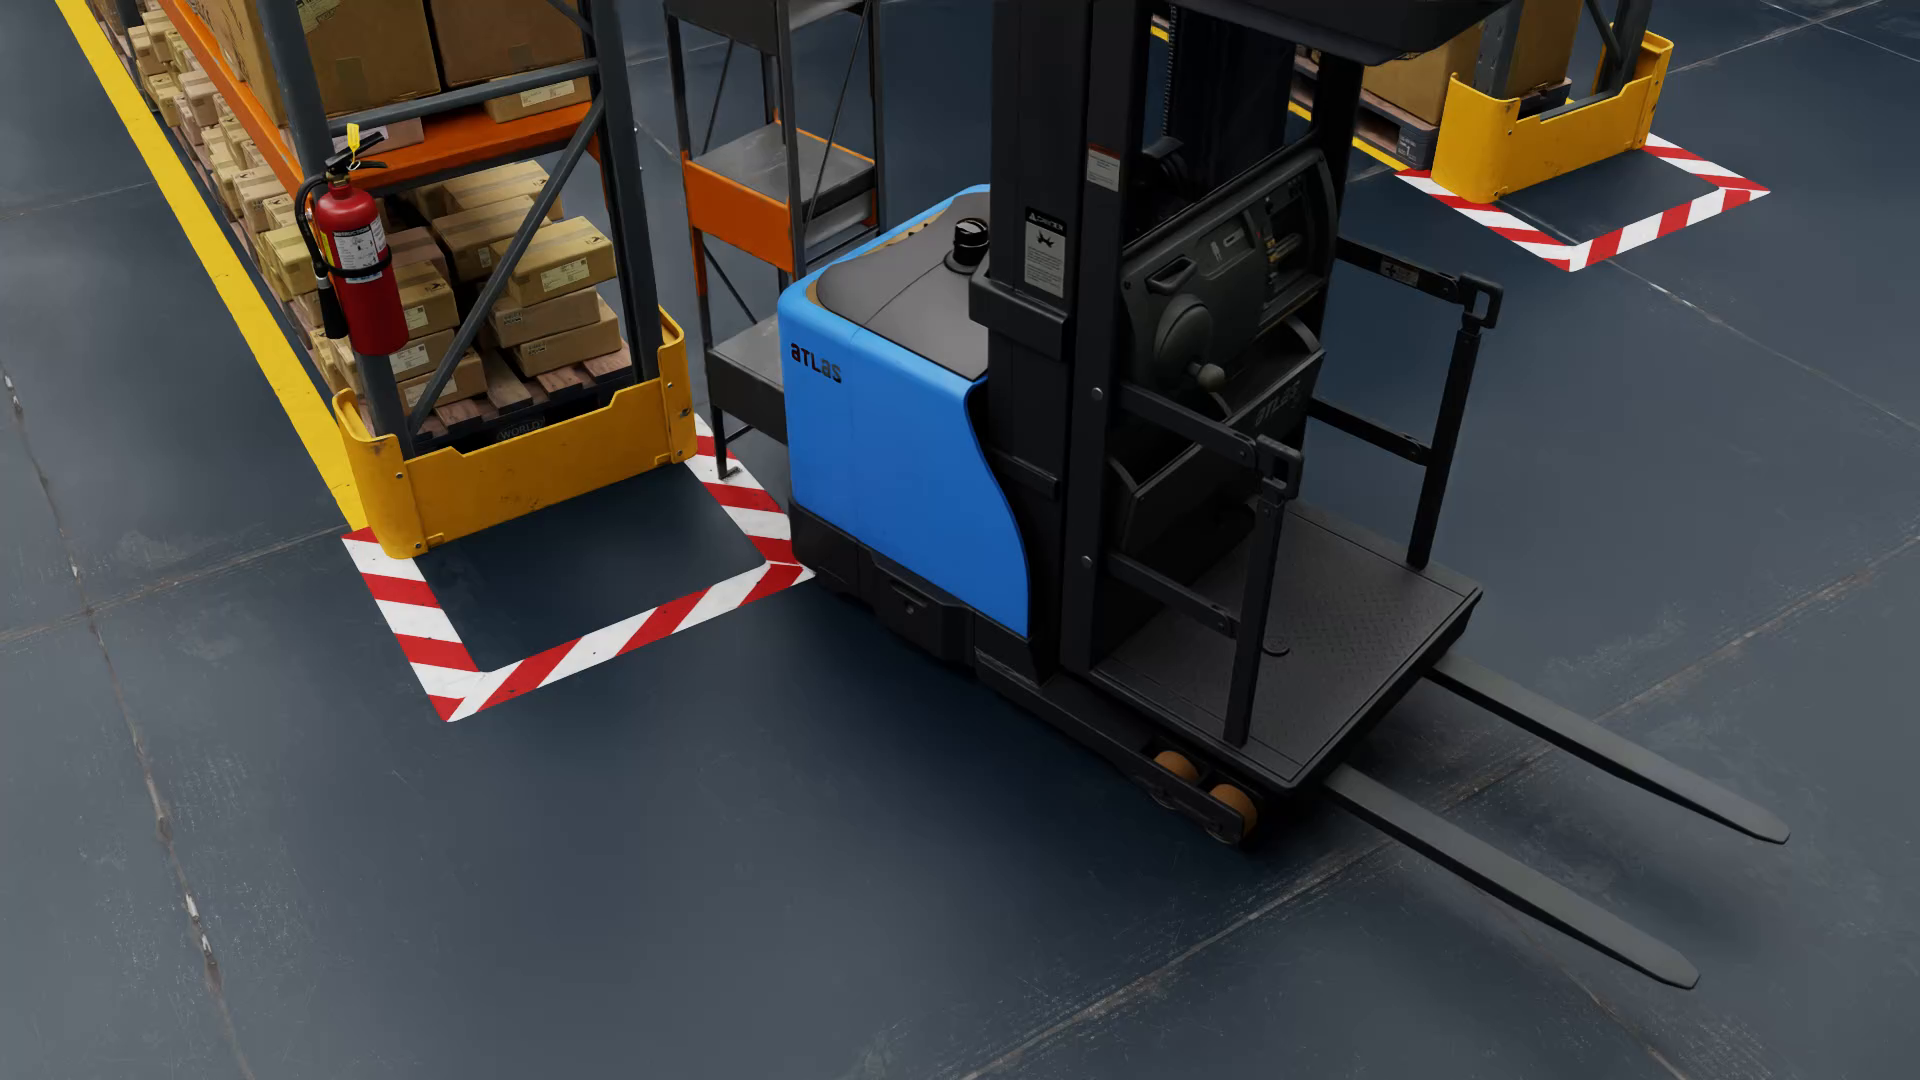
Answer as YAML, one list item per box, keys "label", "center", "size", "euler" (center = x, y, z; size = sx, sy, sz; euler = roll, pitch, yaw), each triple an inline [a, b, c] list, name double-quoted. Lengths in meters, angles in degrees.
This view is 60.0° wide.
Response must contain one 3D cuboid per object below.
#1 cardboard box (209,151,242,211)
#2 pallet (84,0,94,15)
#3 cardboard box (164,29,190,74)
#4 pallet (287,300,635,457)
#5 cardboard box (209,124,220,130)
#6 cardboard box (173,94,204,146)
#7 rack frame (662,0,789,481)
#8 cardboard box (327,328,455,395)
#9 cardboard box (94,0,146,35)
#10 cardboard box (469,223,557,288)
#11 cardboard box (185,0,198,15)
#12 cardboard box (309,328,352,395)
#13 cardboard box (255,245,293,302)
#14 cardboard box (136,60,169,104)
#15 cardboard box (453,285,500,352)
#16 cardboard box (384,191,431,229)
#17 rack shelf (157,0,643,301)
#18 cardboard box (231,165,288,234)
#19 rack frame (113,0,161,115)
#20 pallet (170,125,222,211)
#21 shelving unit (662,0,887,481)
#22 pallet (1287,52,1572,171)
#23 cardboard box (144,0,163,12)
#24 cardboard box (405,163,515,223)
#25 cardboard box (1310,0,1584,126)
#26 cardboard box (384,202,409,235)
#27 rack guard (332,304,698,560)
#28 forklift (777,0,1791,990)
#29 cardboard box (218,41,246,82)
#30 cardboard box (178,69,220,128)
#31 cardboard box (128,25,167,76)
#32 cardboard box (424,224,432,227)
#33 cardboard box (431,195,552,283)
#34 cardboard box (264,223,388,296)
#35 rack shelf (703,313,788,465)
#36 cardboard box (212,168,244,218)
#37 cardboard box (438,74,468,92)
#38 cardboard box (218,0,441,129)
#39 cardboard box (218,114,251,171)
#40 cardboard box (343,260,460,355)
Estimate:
- label: "cardboard box"
  center: [-2.876, -1.528, 6.907]
  size: [0.380, 0.149, 0.250]
  euler: [-22, 44, -24]
- label: "pallet"
  center: [-4.718, -3.489, 9.772]
  size: [1.003, 0.211, 1.213]
  euler: [-22, 45, -24]
- label: "cardboard box"
  center: [-3.352, -2.230, 7.517]
  size: [0.380, 0.149, 0.250]
  euler: [-23, 45, -25]
- label: "pallet"
  center: [-1.935, -0.743, 6.476]
  size: [1.003, 0.211, 1.213]
  euler: [-22, 45, -24]
- label: "cardboard box"
  center: [-3.069, -1.828, 7.267]
  size: [0.380, 0.149, 0.250]
  euler: [-20, 44, -22]
- label: "cardboard box"
  center: [-3.393, -1.980, 7.682]
  size: [0.380, 0.149, 0.250]
  euler: [-22, 45, -25]
- label: "rack frame"
  center: [-0.737, -1.120, 5.454]
  size: [0.015, 2.100, 0.400]
  euler: [29, 48, 30]
- label: "cardboard box"
  center: [-2.012, -0.689, 5.901]
  size: [0.380, 0.149, 0.250]
  euler: [-23, 45, -25]
- label: "cardboard box"
  center: [-4.249, -2.995, 8.626]
  size: [0.500, 0.500, 0.500]
  euler: [-23, 45, -25]
- label: "cardboard box"
  center: [-1.652, -1.041, 6.323]
  size: [0.380, 0.149, 0.250]
  euler: [-22, 45, -25]
- label: "cardboard box"
  center: [-2.499, -2.179, 5.711]
  size: [0.500, 0.500, 0.500]
  euler: [-22, 45, -24]
- label: "cardboard box"
  center: [-2.170, -0.705, 6.151]
  size: [0.380, 0.149, 0.250]
  euler: [-21, 44, -23]
- label: "cardboard box"
  center: [-2.573, -1.122, 6.652]
  size: [0.380, 0.149, 0.250]
  euler: [-24, 46, -26]
- label: "cardboard box"
  center: [-3.713, -2.240, 7.994]
  size: [0.380, 0.149, 0.250]
  euler: [-24, 46, -26]
- label: "cardboard box"
  center: [-1.709, -0.894, 6.379]
  size: [0.380, 0.149, 0.250]
  euler: [-22, 45, -25]
- label: "cardboard box"
  center: [-2.128, -1.429, 6.788]
  size: [0.380, 0.149, 0.250]
  euler: [-24, 46, -26]
- label: "rack shelf"
  center: [-2.563, -2.125, 6.519]
  size: [1.077, 0.370, 4.000]
  euler: [-22, 45, -24]
- label: "cardboard box"
  center: [-2.596, -1.354, 6.466]
  size: [0.380, 0.149, 0.250]
  euler: [-21, 44, -23]
- label: "rack frame"
  center: [-3.638, -3.481, 7.585]
  size: [1.000, 3.000, 0.127]
  euler: [-22, 45, -24]
- label: "pallet"
  center: [-3.247, -2.060, 8.057]
  size: [1.003, 0.211, 1.213]
  euler: [-22, 45, -24]
- label: "shelving unit"
  center: [-0.553, -1.017, 5.331]
  size: [0.503, 2.100, 0.431]
  euler: [29, 48, 30]
- label: "pallet"
  center: [2.253, -2.308, 8.355]
  size: [1.003, 0.211, 1.213]
  euler: [-22, 45, -24]
- label: "cardboard box"
  center: [-3.628, -2.519, 7.864]
  size: [0.380, 0.149, 0.250]
  euler: [-20, 44, -23]
- label: "cardboard box"
  center: [-1.963, -1.410, 6.533]
  size: [0.380, 0.149, 0.250]
  euler: [-24, 46, -26]
- label: "cardboard box"
  center: [2.337, -2.638, 7.904]
  size: [0.875, 0.875, 0.875]
  euler: [-22, 45, -24]
- label: "cardboard box"
  center: [-2.351, -1.150, 6.453]
  size: [0.380, 0.149, 0.250]
  euler: [-23, 45, -25]
- label: "rack guard"
  center: [-1.528, -0.403, 5.843]
  size: [1.175, 0.500, 0.348]
  euler: [-22, 45, -24]
- label: "forklift"
  center: [0.875, -0.651, 4.242]
  size: [3.031, 2.935, 1.130]
  euler: [29, 48, 30]
- label: "cardboard box"
  center: [-2.308, -1.712, 5.657]
  size: [0.380, 0.149, 0.250]
  euler: [-21, 44, -23]
- label: "cardboard box"
  center: [-3.125, -1.932, 7.159]
  size: [0.380, 0.149, 0.250]
  euler: [-21, 44, -24]
- label: "cardboard box"
  center: [-3.713, -2.356, 7.901]
  size: [0.380, 0.149, 0.250]
  euler: [-20, 44, -22]
- label: "cardboard box"
  center: [-2.111, -1.307, 6.874]
  size: [0.380, 0.149, 0.250]
  euler: [-22, 45, -24]
- label: "cardboard box"
  center: [-1.732, -1.124, 6.190]
  size: [0.380, 0.149, 0.250]
  euler: [-21, 44, -24]
- label: "cardboard box"
  center: [-2.319, -1.067, 6.121]
  size: [0.380, 0.149, 0.250]
  euler: [-23, 45, -25]
- label: "rack shelf"
  center: [-0.553, -0.469, 5.787]
  size: [0.480, 0.518, 0.431]
  euler: [29, 48, 30]
- label: "cardboard box"
  center: [-2.981, -1.554, 7.171]
  size: [0.380, 0.149, 0.250]
  euler: [-23, 45, -26]
- label: "cardboard box"
  center: [-1.557, -1.637, 5.567]
  size: [0.380, 0.149, 0.250]
  euler: [-21, 44, -23]
- label: "cardboard box"
  center: [-1.946, -1.629, 5.051]
  size: [0.500, 0.500, 0.500]
  euler: [-21, 44, -24]
- label: "cardboard box"
  center: [-2.809, -1.666, 6.841]
  size: [0.380, 0.149, 0.250]
  euler: [-22, 45, -24]
- label: "cardboard box"
  center: [-1.986, -0.815, 5.820]
  size: [0.380, 0.149, 0.250]
  euler: [-22, 44, -24]
